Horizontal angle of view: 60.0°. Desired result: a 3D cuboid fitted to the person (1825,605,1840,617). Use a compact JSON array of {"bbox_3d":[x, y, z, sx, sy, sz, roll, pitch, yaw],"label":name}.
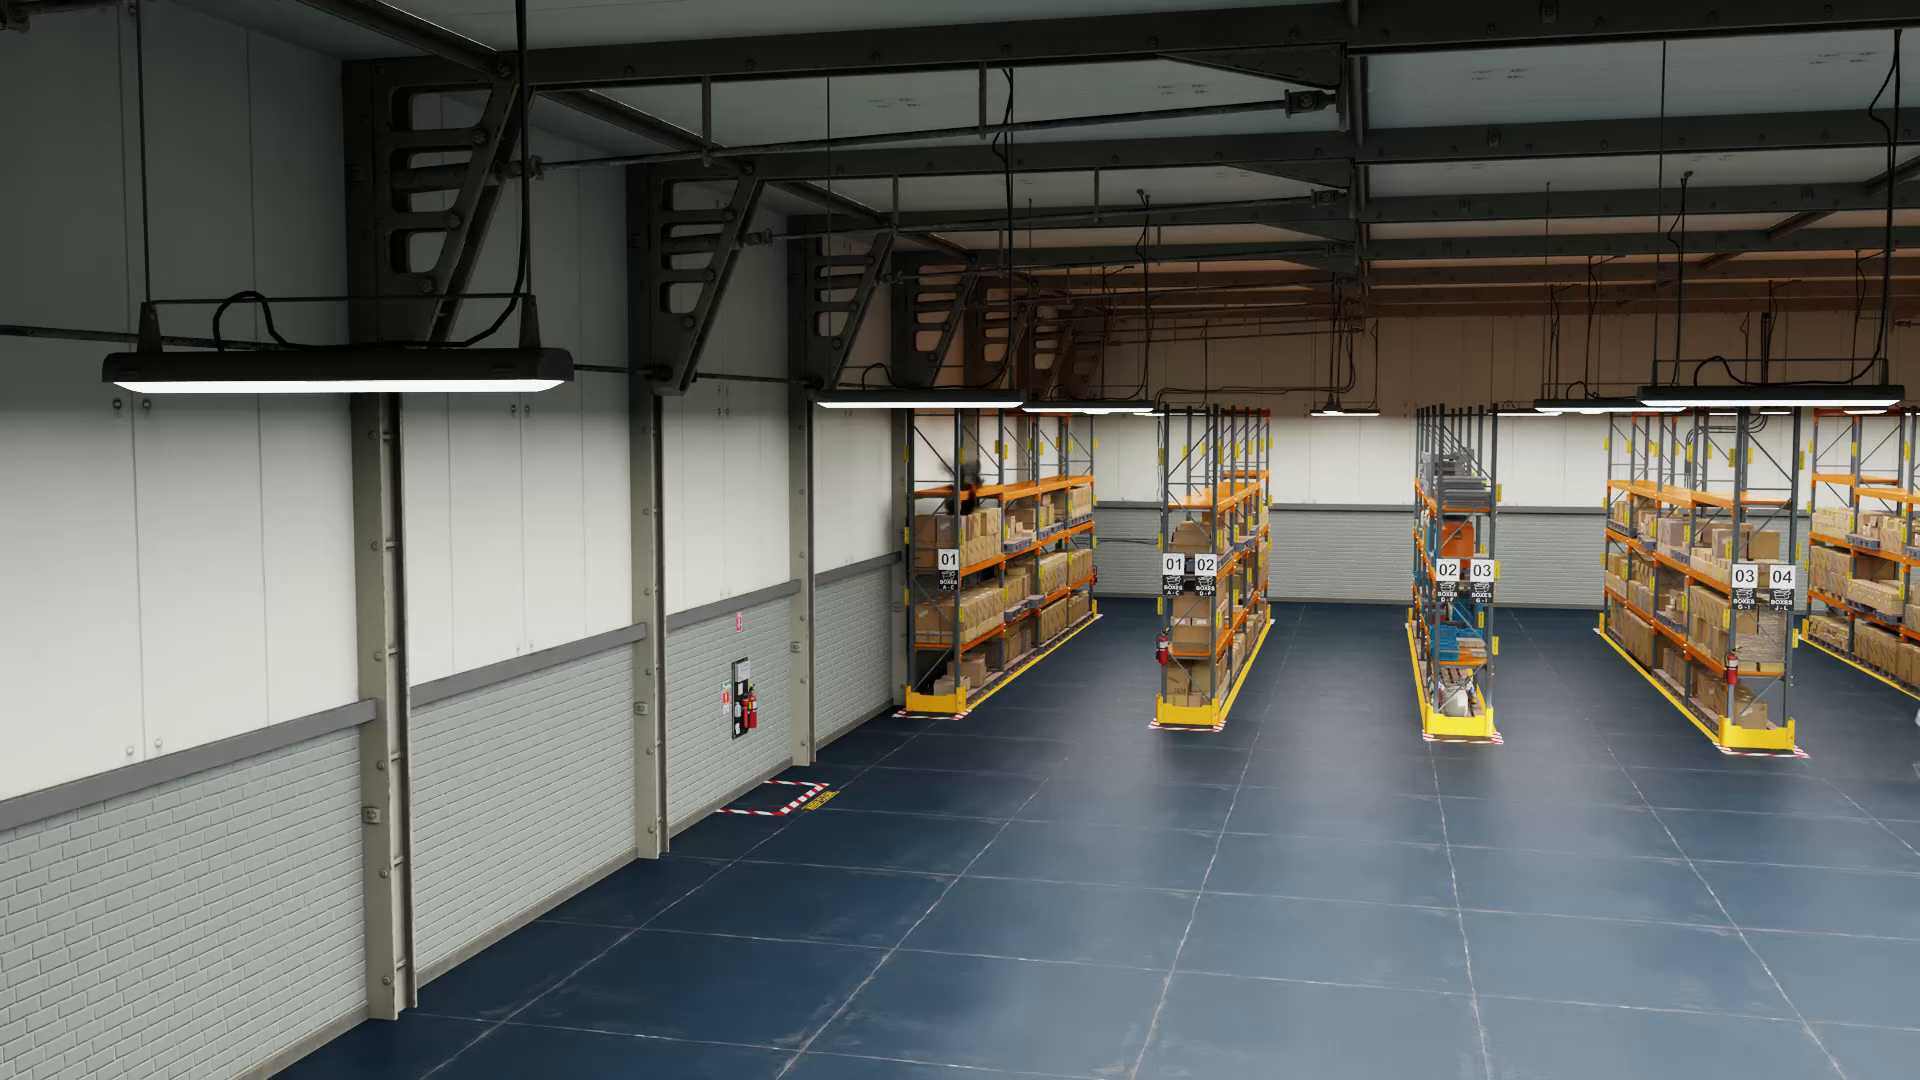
[{"bbox_3d":[23.338,1.739,44.281,0.724,1.564,0.629,3,5,33],"label":"person"}]
